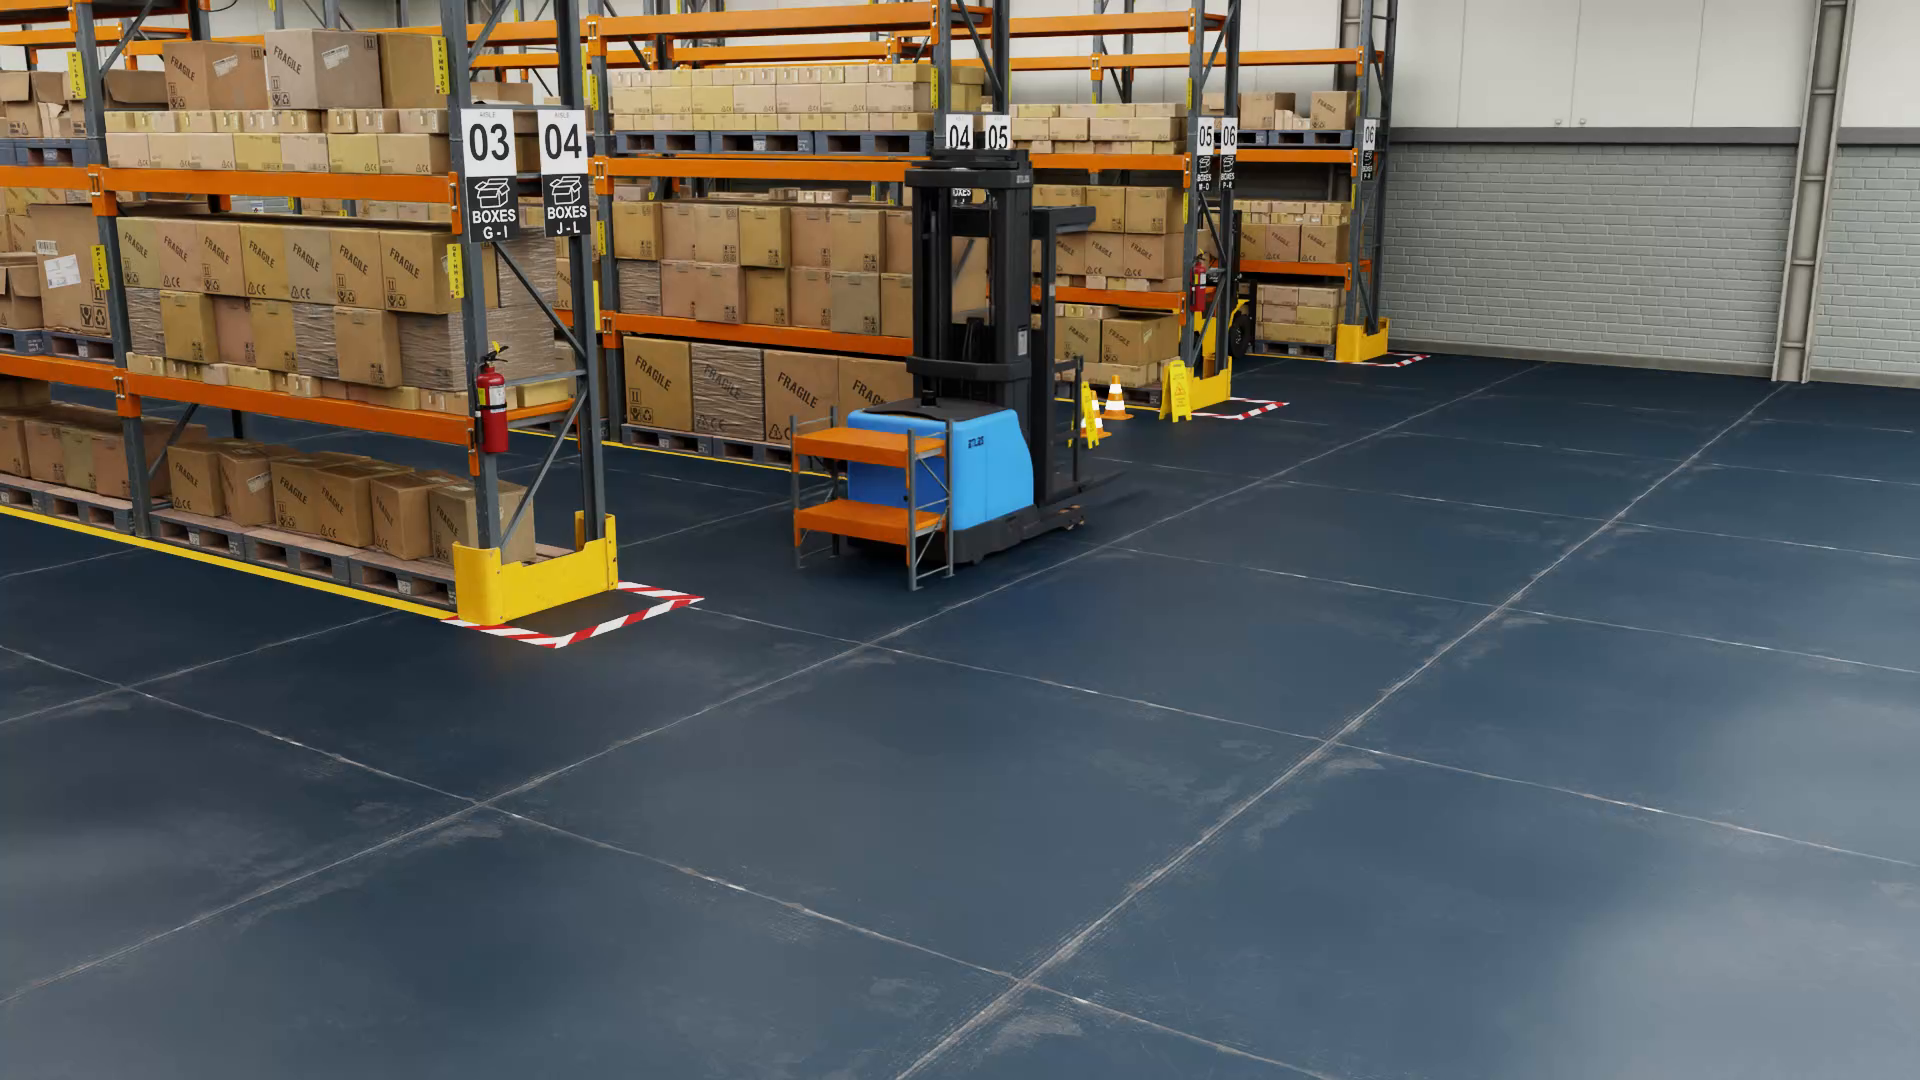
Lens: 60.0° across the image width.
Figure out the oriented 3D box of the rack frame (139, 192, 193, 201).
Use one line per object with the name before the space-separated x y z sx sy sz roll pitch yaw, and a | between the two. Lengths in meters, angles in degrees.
rack frame | -9.852 -3.616 21.187 0.127 3.000 1.000 9 17 33

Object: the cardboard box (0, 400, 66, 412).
cardboard box | -8.350 -0.946 14.690 0.500 0.500 0.700 8 16 28

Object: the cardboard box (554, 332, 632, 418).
cardboard box | -3.779 -1.720 17.337 0.750 0.750 1.050 9 17 33

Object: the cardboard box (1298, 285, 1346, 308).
cardboard box | 4.995 -3.351 22.886 0.500 0.250 0.500 10 17 35

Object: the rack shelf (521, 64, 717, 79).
rack shelf | -6.066 -8.436 29.678 4.000 0.370 1.077 9 17 33

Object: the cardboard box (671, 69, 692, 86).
cardboard box | -2.468 -4.298 15.481 0.250 0.149 0.380 9 16 32

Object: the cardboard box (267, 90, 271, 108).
cardboard box | -8.092 -5.126 19.246 0.258 0.266 0.396 9 17 33

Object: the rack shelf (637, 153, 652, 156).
rack shelf | -5.514 -5.455 23.871 4.000 0.370 1.077 9 17 33

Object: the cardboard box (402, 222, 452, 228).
cardboard box | -3.462 -1.906 11.372 0.500 0.500 0.500 9 17 33

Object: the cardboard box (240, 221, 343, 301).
cardboard box | -4.583 -1.936 11.493 0.500 0.500 0.500 9 17 33

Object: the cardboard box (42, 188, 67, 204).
cardboard box | -11.681 -4.509 21.888 0.500 0.500 0.500 9 16 31

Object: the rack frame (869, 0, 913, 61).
rack frame | -1.087 -7.982 26.341 0.127 3.000 1.000 9 17 33

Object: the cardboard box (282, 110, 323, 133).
cardboard box | -4.227 -2.759 10.965 0.250 0.149 0.380 8 16 30

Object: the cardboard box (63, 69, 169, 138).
cardboard box | -6.401 -3.360 12.824 0.637 0.503 0.797 8 16 30

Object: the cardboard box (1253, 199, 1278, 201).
cardboard box | 4.374 -4.788 23.747 0.250 0.149 0.380 9 16 31

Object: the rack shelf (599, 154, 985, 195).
rack shelf | -1.554 -3.381 15.495 4.000 0.370 1.077 9 17 33

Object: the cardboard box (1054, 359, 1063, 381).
cardboard box | 1.100 -2.071 19.795 0.500 0.250 0.500 8 16 31

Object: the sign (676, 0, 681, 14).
sign | -4.724 -8.905 27.959 0.005 0.325 0.100 9 17 33

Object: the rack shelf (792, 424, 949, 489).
rack shelf | -0.623 -0.596 11.672 1.000 0.278 0.538 9 17 33

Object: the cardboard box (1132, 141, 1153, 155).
cardboard box | 2.107 -4.360 18.474 0.250 0.149 0.380 9 17 33

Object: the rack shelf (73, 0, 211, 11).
rack shelf | -4.406 -3.860 11.195 4.000 0.370 1.077 9 17 33

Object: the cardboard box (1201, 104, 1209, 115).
cardboard box | 2.603 -4.816 18.658 0.250 0.149 0.380 9 17 32

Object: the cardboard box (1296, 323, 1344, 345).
cardboard box | 4.985 -2.866 23.008 0.500 0.250 0.500 9 17 33

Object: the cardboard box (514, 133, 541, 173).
cardboard box | -3.002 -2.530 10.872 0.500 0.250 0.500 10 17 34

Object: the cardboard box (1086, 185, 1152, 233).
cardboard box | 1.823 -3.780 18.941 0.500 0.500 0.700 9 17 33

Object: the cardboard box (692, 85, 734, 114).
cardboard box | -2.126 -4.066 15.377 0.500 0.250 0.500 9 16 32

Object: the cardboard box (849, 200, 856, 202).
cardboard box | -1.583 -4.196 21.831 0.500 0.500 0.500 9 17 32

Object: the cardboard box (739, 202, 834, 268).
cardboard box | -1.590 -2.864 15.589 0.500 0.550 0.875 9 17 33

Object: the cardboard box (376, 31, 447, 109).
cardboard box | -3.828 -3.176 11.299 0.500 0.500 0.500 9 17 33

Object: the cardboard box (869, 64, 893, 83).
cardboard box | -0.570 -3.991 14.243 0.250 0.149 0.380 9 17 33

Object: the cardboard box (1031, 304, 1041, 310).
cardboard box | 0.953 -2.615 20.430 0.500 0.500 0.500 10 17 36

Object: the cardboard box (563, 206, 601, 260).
cardboard box | -3.629 -3.142 16.985 0.500 0.500 0.700 9 16 32

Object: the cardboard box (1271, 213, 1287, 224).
cardboard box | 4.498 -4.462 23.048 0.250 0.149 0.380 9 17 32

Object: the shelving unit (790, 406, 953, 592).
shelving unit | -0.623 -0.312 11.743 1.048 1.125 0.538 9 17 33

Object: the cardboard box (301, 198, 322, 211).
cardboard box | -10.253 -5.565 26.774 0.500 0.500 0.500 9 16 32

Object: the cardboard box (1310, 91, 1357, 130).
cardboard box | 5.048 -5.765 22.336 0.500 0.500 0.500 10 17 35

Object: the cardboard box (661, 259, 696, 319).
cardboard box | -2.432 -2.499 16.365 0.550 0.550 0.875 9 17 33

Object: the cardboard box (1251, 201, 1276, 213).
cardboard box | 4.239 -4.629 23.101 0.250 0.149 0.380 10 17 34

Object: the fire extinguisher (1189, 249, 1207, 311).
fire extinguisher | 2.622 -2.862 18.304 0.183 0.674 0.296 9 17 33

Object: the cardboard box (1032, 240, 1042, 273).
cardboard box | 0.944 -3.425 19.591 0.500 0.500 0.500 9 17 33

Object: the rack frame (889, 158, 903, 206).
rack frame | -0.535 -3.543 20.895 0.127 3.000 1.000 9 17 33

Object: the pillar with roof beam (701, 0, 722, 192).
pillar with roof beam | -6.883 -7.933 26.143 0.400 9.000 9.100 9 17 33

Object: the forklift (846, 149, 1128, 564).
forklift | 0.367 -1.551 12.989 1.130 2.935 3.031 9 16 31

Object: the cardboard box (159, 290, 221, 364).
cardboard box | -5.332 -1.614 12.272 0.500 0.500 0.875 9 17 33

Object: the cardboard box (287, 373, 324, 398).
cardboard box | -4.402 -1.086 11.492 0.250 0.149 0.380 9 17 33

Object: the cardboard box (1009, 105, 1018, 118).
cardboard box | 0.655 -4.993 19.374 0.250 0.149 0.380 9 16 32

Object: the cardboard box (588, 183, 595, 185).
cardboard box | -5.381 -4.934 24.223 0.500 0.500 0.500 10 17 34

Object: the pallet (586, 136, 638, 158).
pallet | -4.002 -4.019 16.972 1.217 0.209 0.805 8 16 31

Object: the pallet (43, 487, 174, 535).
pallet | -6.713 -0.318 13.668 1.213 0.211 1.003 9 17 33

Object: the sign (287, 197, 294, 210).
sign | -10.807 -5.501 26.838 0.005 0.325 0.100 9 17 33

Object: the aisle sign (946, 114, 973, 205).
aisle sign | -0.003 -3.199 14.093 0.004 0.787 0.394 9 17 33

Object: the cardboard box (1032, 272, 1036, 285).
cardboard box | 0.828 -3.114 19.681 0.250 0.149 0.380 9 17 33

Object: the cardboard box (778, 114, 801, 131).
cardboard box | -1.414 -3.740 14.889 0.250 0.149 0.380 9 17 33
